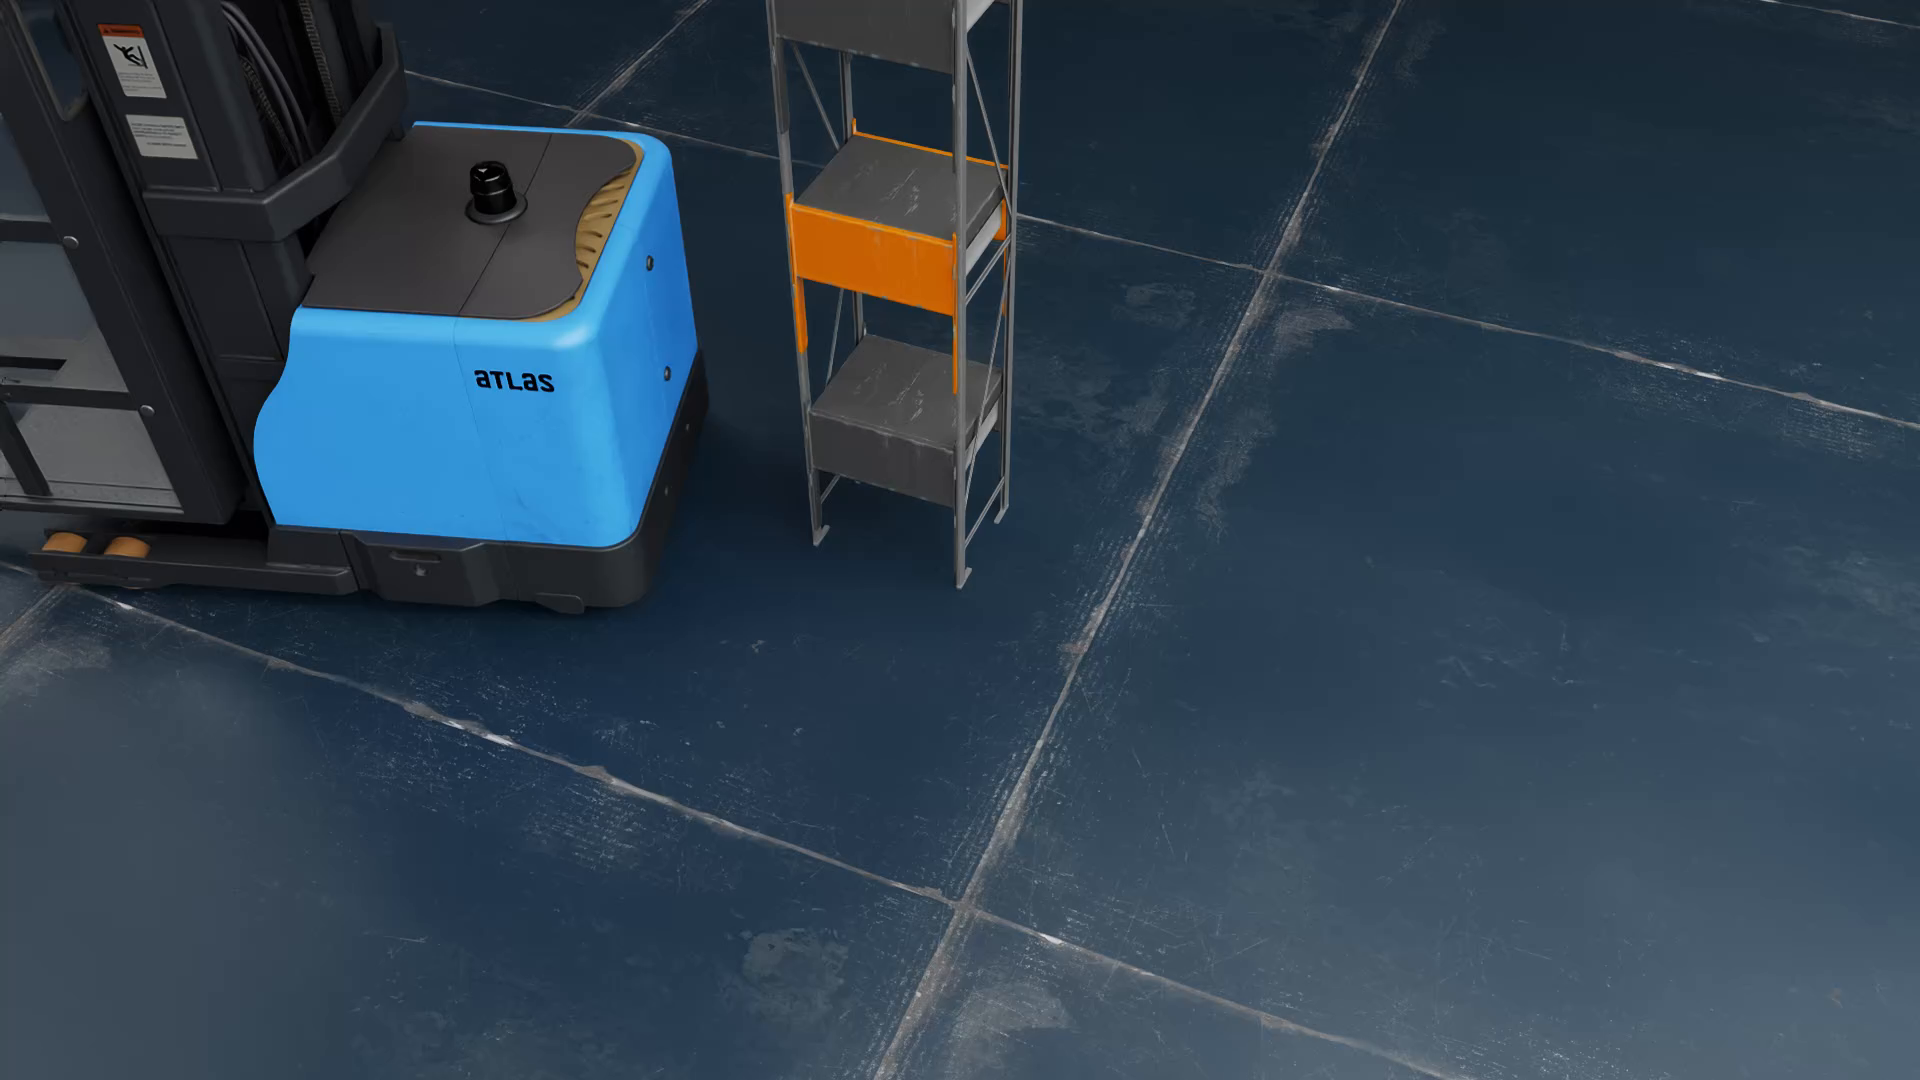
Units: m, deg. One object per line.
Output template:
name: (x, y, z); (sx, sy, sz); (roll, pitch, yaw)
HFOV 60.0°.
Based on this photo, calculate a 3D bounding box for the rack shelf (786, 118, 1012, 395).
rack shelf: (-0.153, -0.780, 4.564); (0.480, 0.518, 0.431); (16, 47, 16)

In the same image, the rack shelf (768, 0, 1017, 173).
rack shelf: (-0.153, -1.276, 4.070); (0.480, 0.518, 0.431); (16, 47, 16)

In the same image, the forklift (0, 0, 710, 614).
forklift: (-2.395, -1.255, 4.433); (3.031, 2.935, 1.130); (4, 45, 4)

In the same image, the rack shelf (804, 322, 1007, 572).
rack shelf: (-0.153, -0.283, 5.058); (0.480, 0.518, 0.431); (16, 47, 16)

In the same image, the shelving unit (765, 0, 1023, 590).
shelving unit: (-0.153, -0.789, 4.555); (0.503, 2.100, 0.431); (16, 47, 16)

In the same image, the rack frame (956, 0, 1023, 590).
rack frame: (0.072, -0.723, 4.488); (0.015, 2.100, 0.400); (16, 47, 16)

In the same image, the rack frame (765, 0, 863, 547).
rack frame: (-0.378, -0.856, 4.621); (0.015, 2.100, 0.400); (16, 47, 16)
